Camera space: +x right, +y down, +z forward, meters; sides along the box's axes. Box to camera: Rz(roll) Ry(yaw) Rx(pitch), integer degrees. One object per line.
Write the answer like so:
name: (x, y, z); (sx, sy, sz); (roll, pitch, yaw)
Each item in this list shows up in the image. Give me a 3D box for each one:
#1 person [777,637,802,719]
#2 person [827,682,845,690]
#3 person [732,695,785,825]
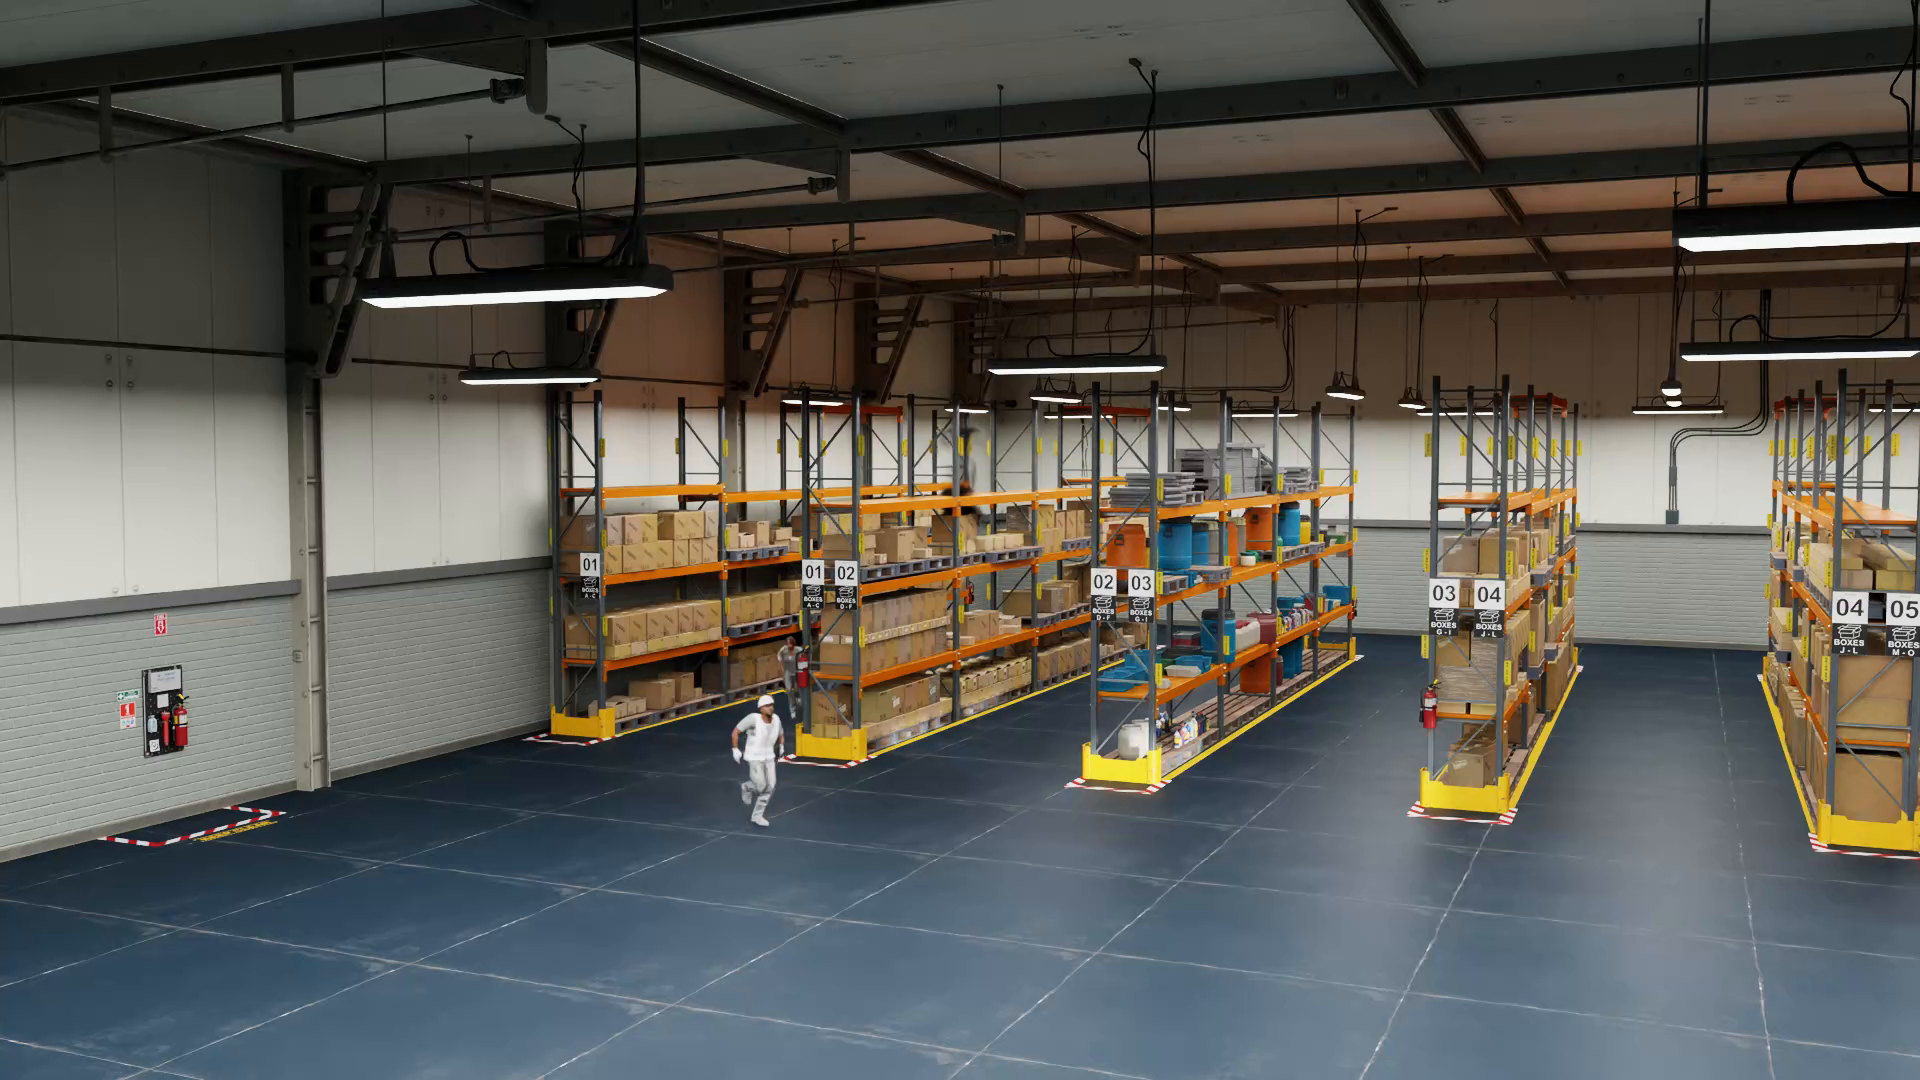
person: (-3.119, 2.540, 31.112); (0.557, 1.548, 0.893); (0, 3, 8)
person: (-2.245, 2.431, 31.093); (0.702, 1.726, 0.598); (2, 4, 26)
person: (-2.667, 2.927, 22.191); (0.728, 1.730, 0.701); (-3, 4, -39)
